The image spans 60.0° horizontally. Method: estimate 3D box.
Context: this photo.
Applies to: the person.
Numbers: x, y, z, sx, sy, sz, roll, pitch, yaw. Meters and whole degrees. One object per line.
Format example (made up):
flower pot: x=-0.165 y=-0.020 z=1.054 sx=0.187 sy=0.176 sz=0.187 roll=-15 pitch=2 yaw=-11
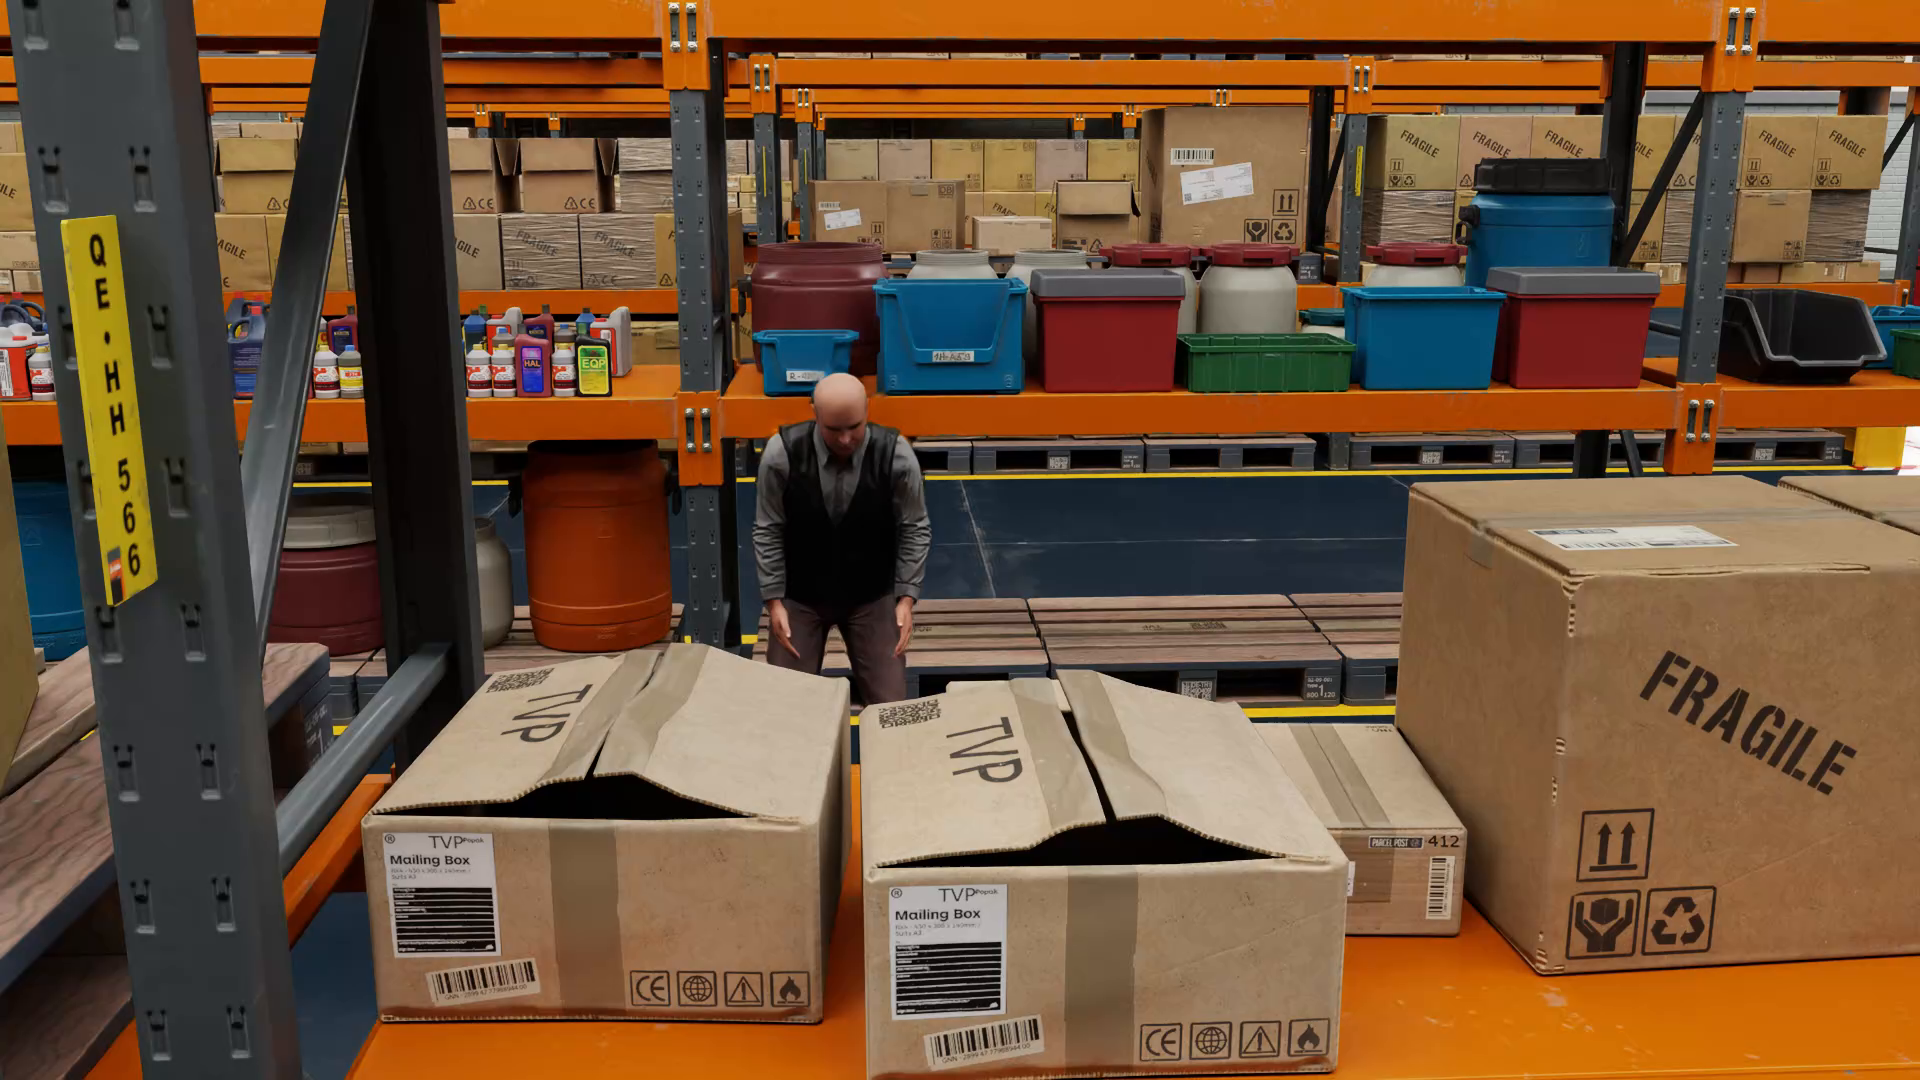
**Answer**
person: x=-0.383 y=0.214 z=5.472 sx=0.581 sy=1.581 sz=0.555 roll=-1 pitch=13 yaw=-3
